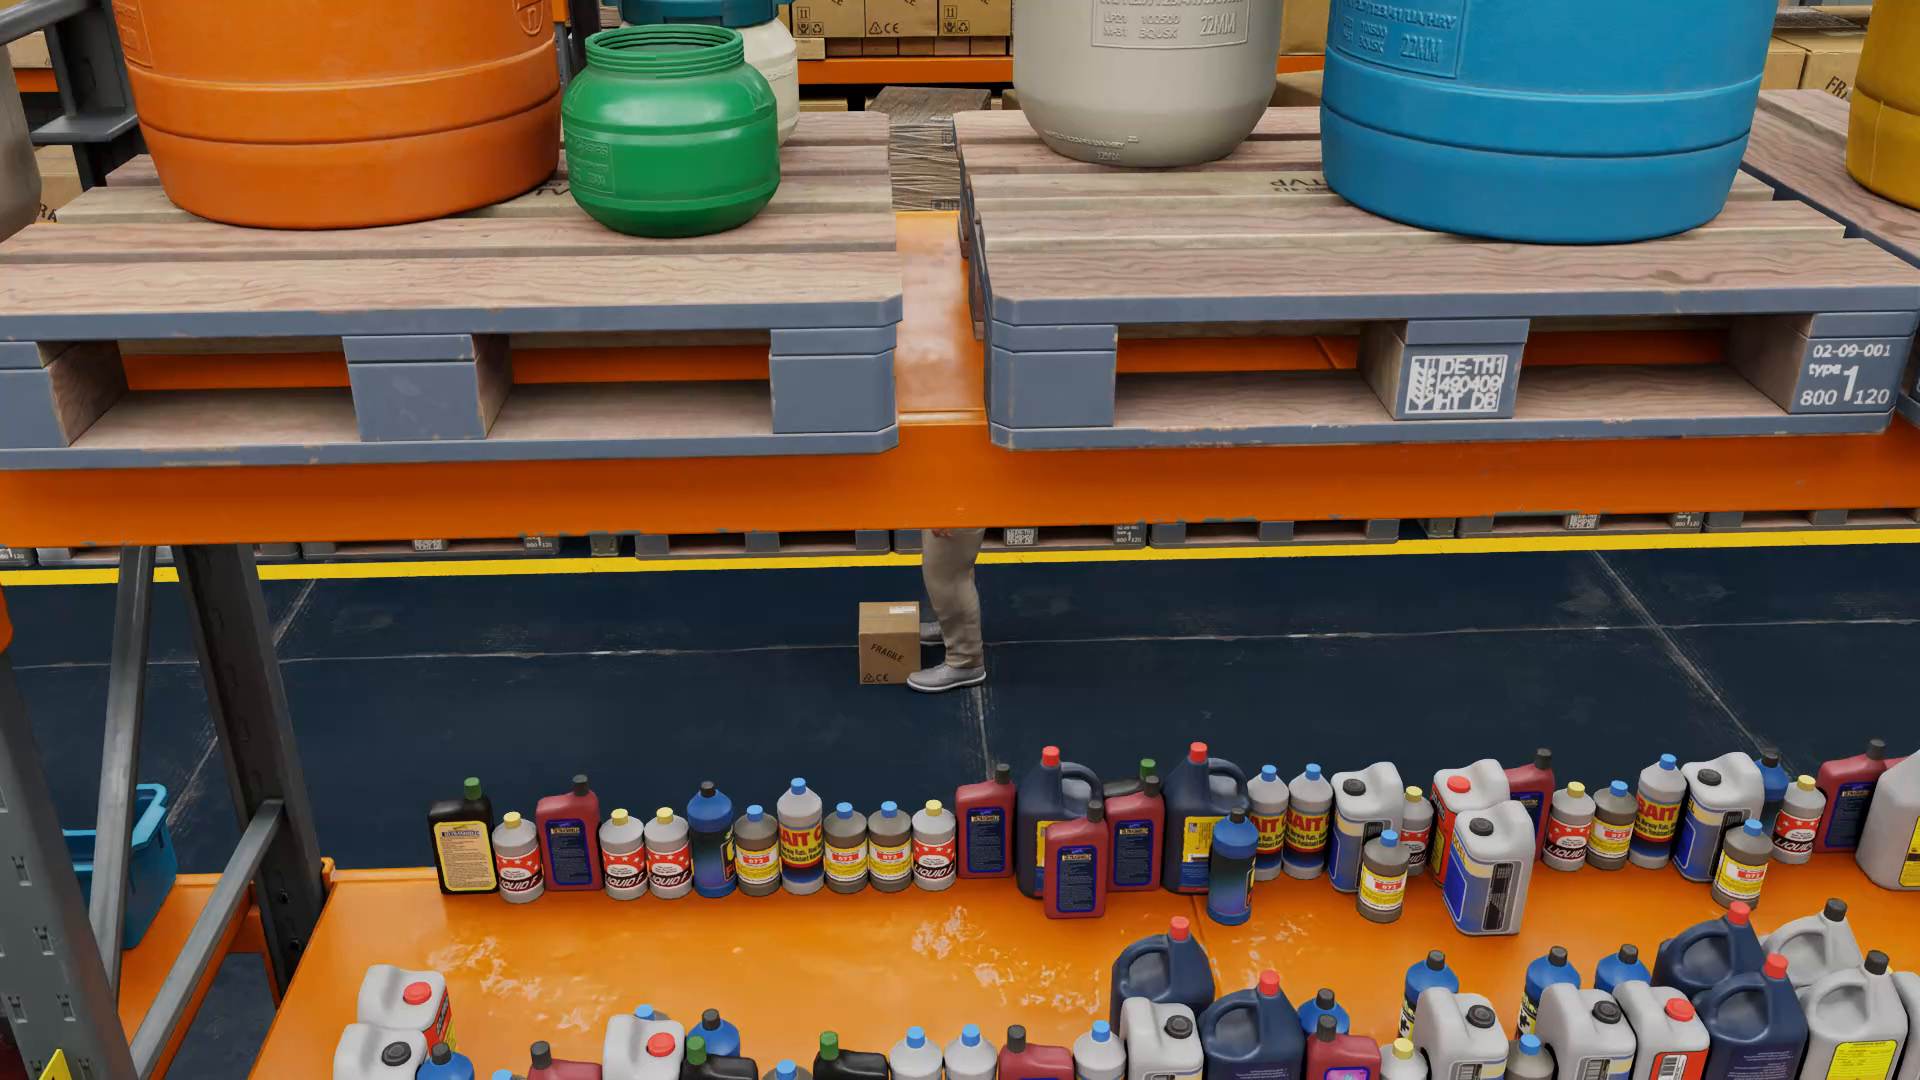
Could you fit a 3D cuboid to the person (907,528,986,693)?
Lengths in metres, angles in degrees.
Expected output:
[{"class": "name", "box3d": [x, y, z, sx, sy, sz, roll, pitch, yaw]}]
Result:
[{"class": "person", "box3d": [-0.041, -0.239, 6.595, 0.393, 1.727, 0.586, -1, 27, -2]}]
